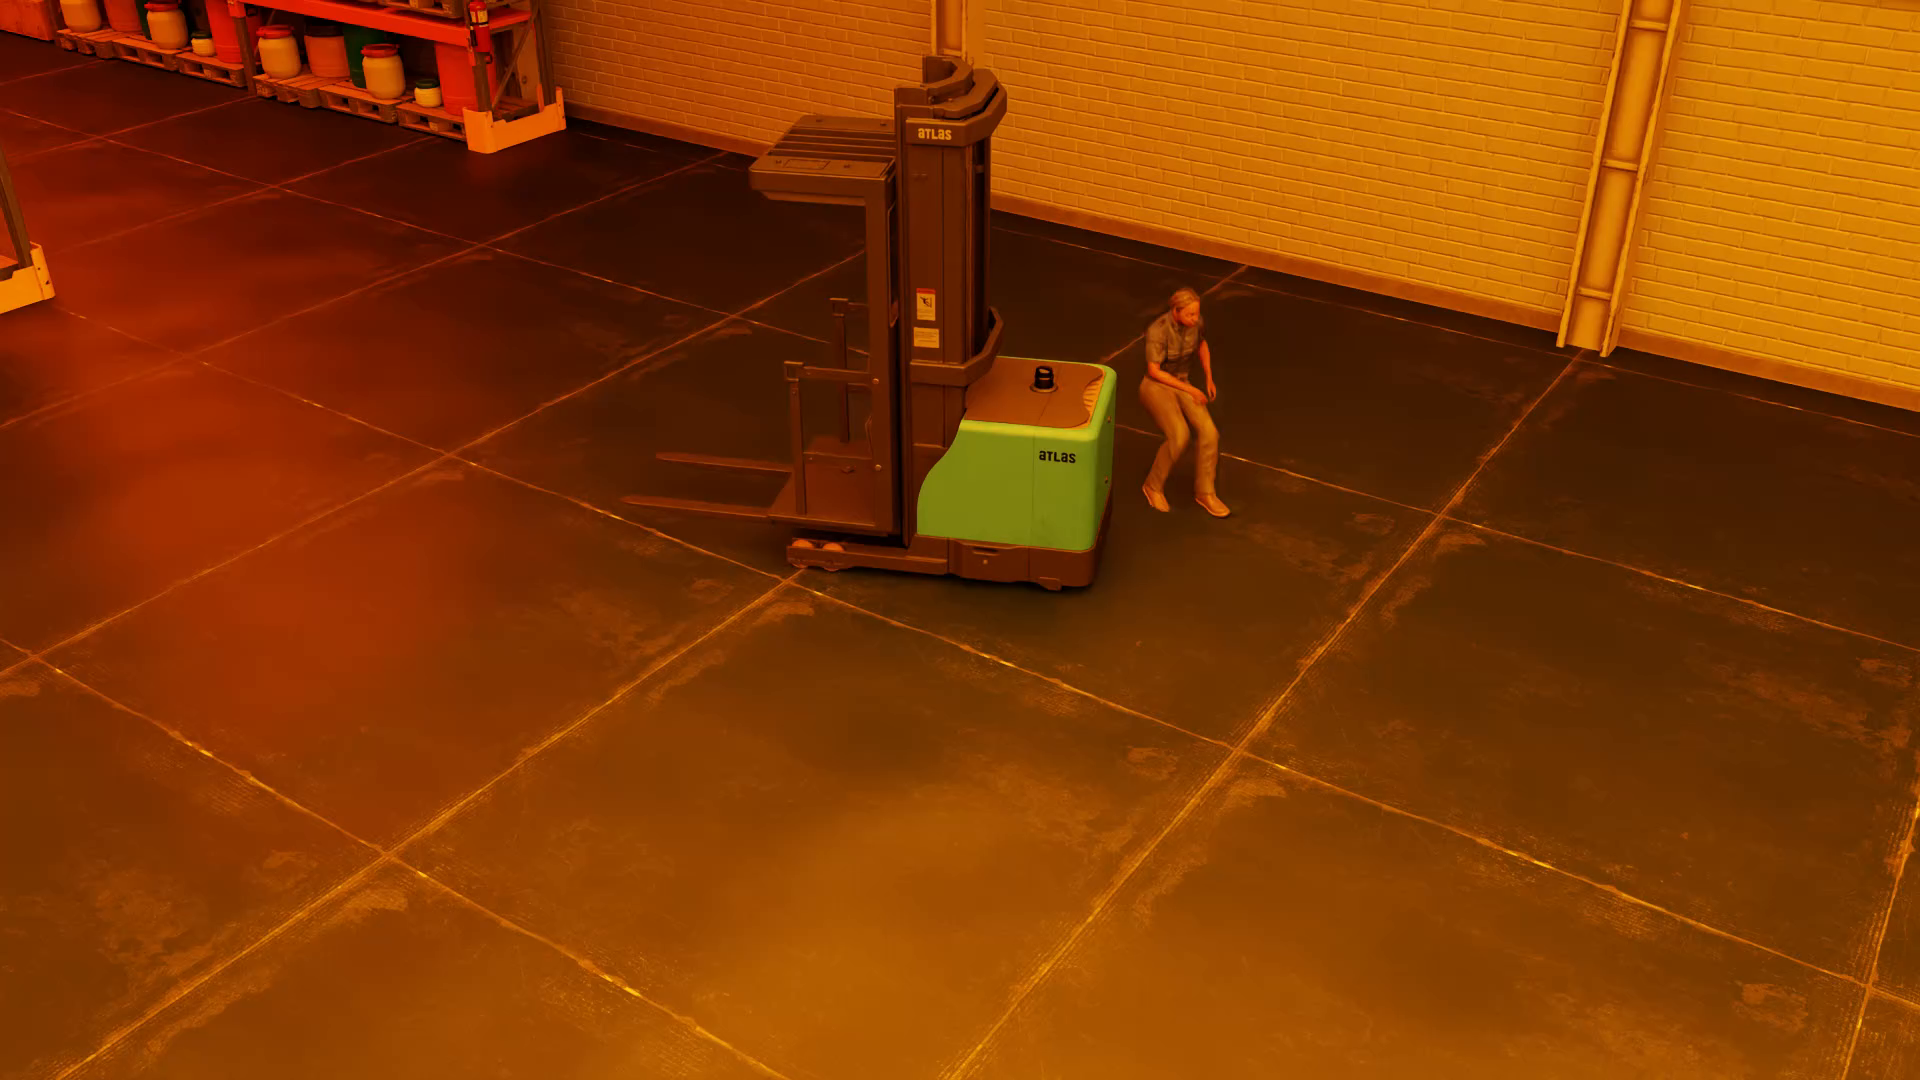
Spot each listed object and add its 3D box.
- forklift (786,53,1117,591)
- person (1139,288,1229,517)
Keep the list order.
[{"bbox_3d":[-0.596,-1.330,9.871,3.031,2.935,1.130,6,31,10],"label":"forklift"},{"bbox_3d":[1.517,-0.894,10.727,0.686,1.436,0.846,-19,35,-30],"label":"person"}]
